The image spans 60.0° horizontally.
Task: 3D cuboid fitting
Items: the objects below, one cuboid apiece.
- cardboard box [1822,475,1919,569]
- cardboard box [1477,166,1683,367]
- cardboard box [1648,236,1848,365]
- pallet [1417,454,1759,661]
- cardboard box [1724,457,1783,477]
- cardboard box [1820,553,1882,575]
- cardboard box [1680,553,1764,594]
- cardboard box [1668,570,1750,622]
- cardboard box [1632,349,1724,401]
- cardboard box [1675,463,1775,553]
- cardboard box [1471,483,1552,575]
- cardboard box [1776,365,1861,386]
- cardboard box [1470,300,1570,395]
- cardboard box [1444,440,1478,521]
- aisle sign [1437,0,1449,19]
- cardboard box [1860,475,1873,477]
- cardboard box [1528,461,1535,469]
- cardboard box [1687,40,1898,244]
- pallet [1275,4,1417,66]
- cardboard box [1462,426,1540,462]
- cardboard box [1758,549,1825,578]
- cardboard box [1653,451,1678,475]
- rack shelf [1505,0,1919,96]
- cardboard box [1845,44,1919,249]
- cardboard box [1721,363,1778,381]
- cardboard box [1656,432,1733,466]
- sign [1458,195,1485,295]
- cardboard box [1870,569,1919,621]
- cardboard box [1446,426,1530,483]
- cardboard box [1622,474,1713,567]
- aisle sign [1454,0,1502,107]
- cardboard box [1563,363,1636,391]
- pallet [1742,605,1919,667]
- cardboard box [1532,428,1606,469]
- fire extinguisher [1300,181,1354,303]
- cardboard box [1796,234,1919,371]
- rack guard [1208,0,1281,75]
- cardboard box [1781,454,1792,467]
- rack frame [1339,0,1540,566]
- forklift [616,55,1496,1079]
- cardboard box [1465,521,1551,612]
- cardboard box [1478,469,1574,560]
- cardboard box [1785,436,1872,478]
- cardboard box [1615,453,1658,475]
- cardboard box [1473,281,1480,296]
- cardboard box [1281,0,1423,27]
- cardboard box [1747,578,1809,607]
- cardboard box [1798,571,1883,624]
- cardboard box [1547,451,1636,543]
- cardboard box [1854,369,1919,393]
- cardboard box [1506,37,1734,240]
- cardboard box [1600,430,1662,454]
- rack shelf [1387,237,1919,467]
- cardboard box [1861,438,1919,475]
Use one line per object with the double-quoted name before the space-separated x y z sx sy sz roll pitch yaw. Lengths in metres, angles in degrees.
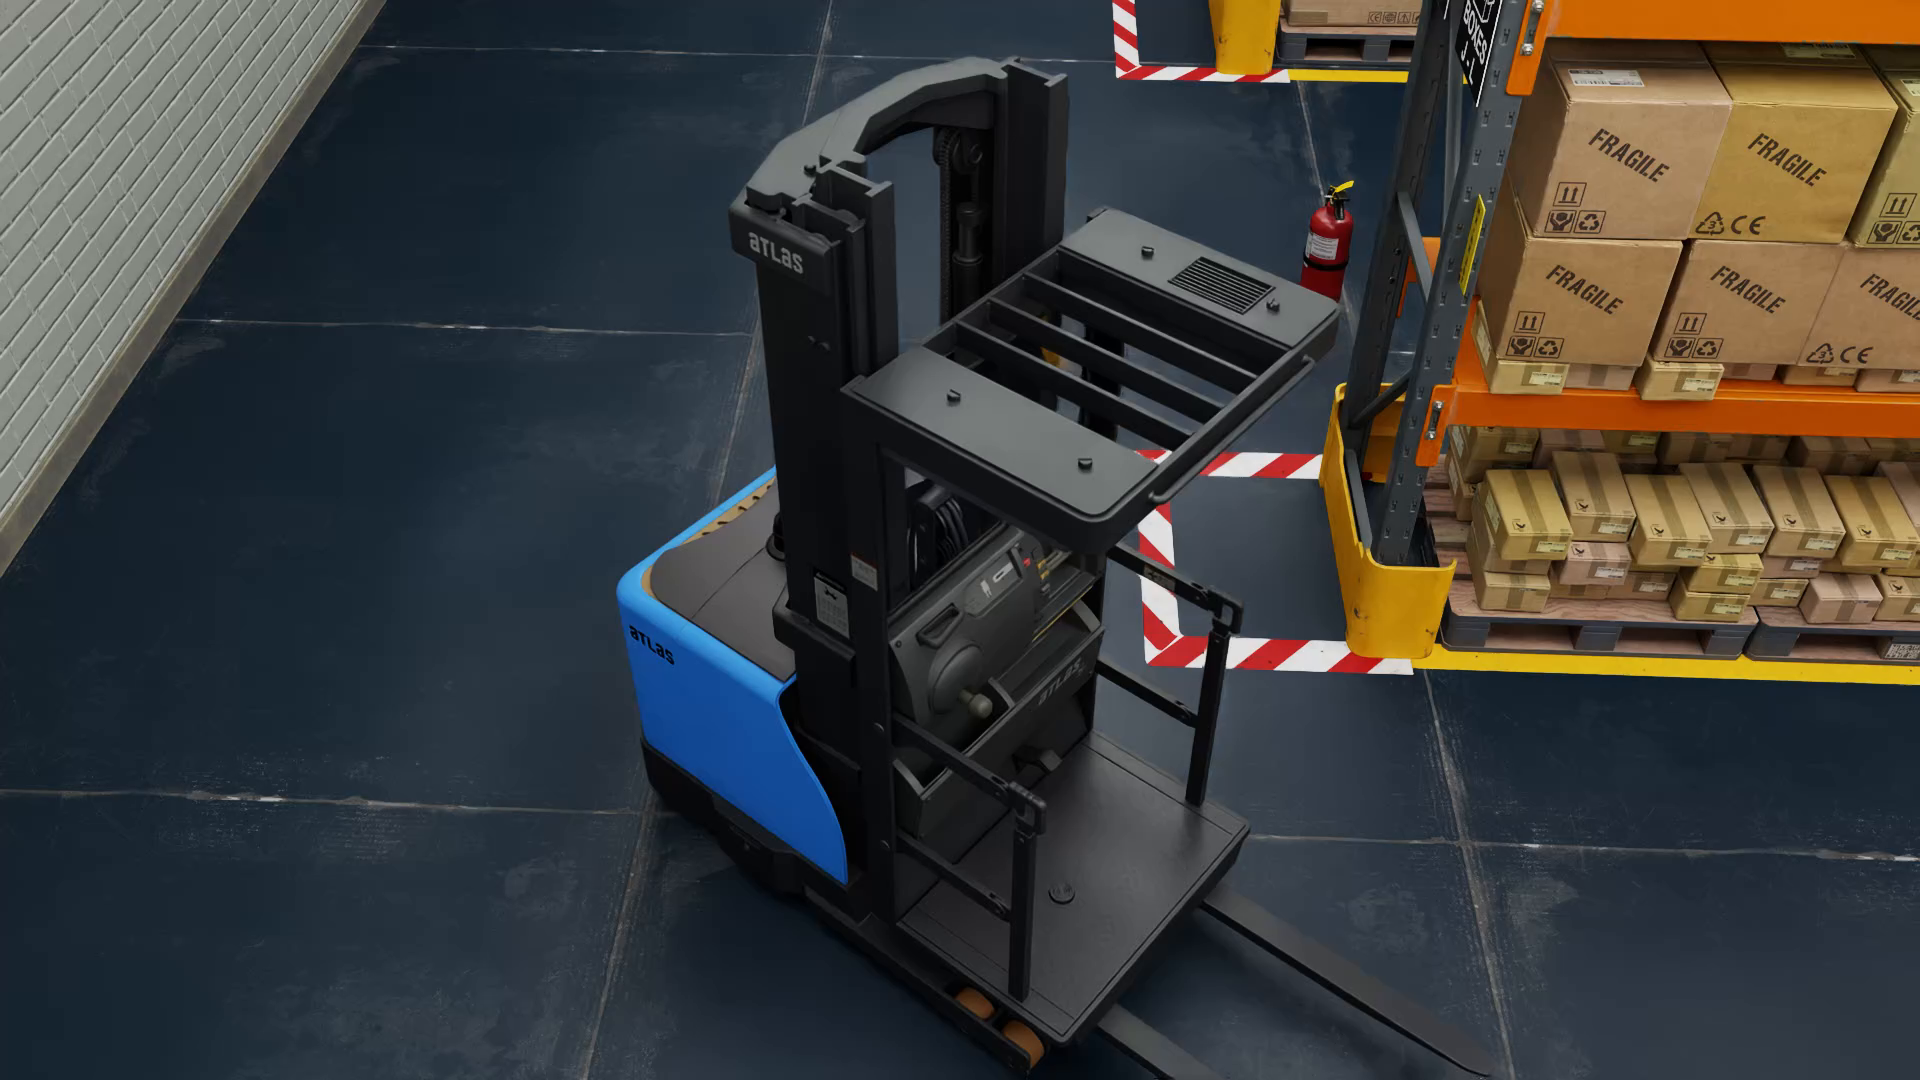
"cardboard box" 3.525 -0.073 6.475 0.250 0.149 0.380 2 43 3
"cardboard box" 2.137 -0.963 5.792 0.500 0.500 0.500 4 43 4
"cardboard box" 2.673 -0.964 5.793 0.500 0.500 0.500 2 43 2
"pallet" 2.587 0.052 7.039 1.213 0.211 1.003 2 43 2
"cardboard box" 3.278 -0.395 7.039 0.250 0.149 0.380 2 43 3
"cardboard box" 3.526 -0.049 6.667 0.250 0.149 0.380 4 43 4
"cardboard box" 2.984 0.028 6.585 0.250 0.149 0.380 3 43 3
"cardboard box" 2.974 0.142 6.681 0.250 0.149 0.380 2 43 2
"cardboard box" 2.532 -0.670 5.953 0.250 0.149 0.380 1 43 1
"cardboard box" 2.987 -0.128 6.533 0.250 0.149 0.380 0 43 0
"cardboard box" 2.213 -0.048 6.666 0.250 0.149 0.380 3 43 4
"cardboard box" 3.067 -0.730 6.018 0.250 0.149 0.380 1 43 1
"cardboard box" 2.010 -0.694 5.979 0.250 0.149 0.380 1 43 2
"cardboard box" 2.236 -0.256 7.107 0.250 0.149 0.380 2 43 3
"aisle sign" 1.641 -2.177 5.479 0.004 0.787 0.394 2 43 2
"cardboard box" 3.810 -0.385 7.028 0.250 0.149 0.380 2 43 2
"cardboard box" 2.500 -0.372 7.014 0.250 0.149 0.380 1 43 1
"cardboard box" 2.642 -1.325 5.447 0.500 0.500 0.500 3 43 3
"pallet" 2.625 -3.402 10.747 1.213 0.211 1.003 2 43 2
"cardboard box" 2.241 -0.504 6.937 0.250 0.149 0.380 2 43 2
"cardboard box" 3.253 -0.029 6.645 0.250 0.149 0.380 0 43 0
"cardboard box" 3.024 -0.324 6.962 0.250 0.149 0.380 1 43 1
"rack shelf" 3.699 -1.792 5.301 4.000 0.370 1.077 2 43 2
"cardboard box" 3.160 -1.294 5.413 0.500 0.500 0.500 1 43 1
"cardboard box" 2.797 -0.755 6.045 0.250 0.149 0.380 4 43 4
"cardboard box" 3.010 -0.485 6.917 0.250 0.149 0.380 0 43 0
"sign" 1.677 -0.967 5.452 0.005 0.325 0.100 2 43 2
"cardboard box" 3.756 0.142 6.680 0.250 0.149 0.380 2 43 2
"cardboard box" 2.241 -0.417 7.062 0.250 0.149 0.380 1 43 1
"cardboard box" 2.736 -0.079 6.481 0.250 0.149 0.380 2 43 2
"aisle sign" 1.614 -1.769 5.041 0.004 0.787 0.394 2 43 2
"cardboard box" 2.266 -0.715 6.001 0.250 0.149 0.380 3 43 3
"pallet" 3.802 0.091 6.997 1.213 0.211 1.003 2 43 2
"cardboard box" 2.490 -0.457 6.887 0.250 0.149 0.380 3 43 3
"fire extinguisher" 1.470 -1.177 6.643 0.183 0.674 0.296 2 43 2
"cardboard box" 3.162 -0.940 5.767 0.500 0.500 0.500 2 43 2
"rack guard" 1.799 -3.479 10.618 0.348 0.500 1.175 2 43 2
"cardboard box" 3.533 -0.375 7.017 0.250 0.149 0.380 4 43 4
"rack frame" 1.701 -1.019 6.144 0.127 3.000 1.000 2 43 2
"forklift" 0.292 0.237 4.845 3.031 2.935 1.130 29 50 28
"cardboard box" 2.210 0.104 6.721 0.250 0.149 0.380 3 43 3
"cardboard box" 2.209 -0.100 6.504 0.250 0.149 0.380 0 43 0
"cardboard box" 3.539 -0.431 6.859 0.250 0.149 0.380 0 43 0
"cardboard box" 2.760 -0.402 7.046 0.250 0.149 0.380 0 43 0
"cardboard box" 2.039 -1.110 6.425 0.250 0.149 0.380 2 43 2
"cardboard box" 2.487 -3.657 10.547 0.875 0.438 0.875 0 43 0
"cardboard box" 3.233 0.085 6.742 0.250 0.149 0.380 2 43 2
"cardboard box" 3.478 0.152 6.670 0.250 0.149 0.380 0 43 0
"cardboard box" 2.490 -0.174 6.583 0.250 0.149 0.380 2 43 3
"cardboard box" 3.312 -0.704 5.989 0.250 0.149 0.380 1 43 1
"cardboard box" 2.137 -1.336 5.459 0.500 0.500 0.500 2 43 2
"cardboard box" 2.754 -0.536 6.971 0.250 0.149 0.380 1 43 1
"rack shelf" 3.699 -0.695 6.323 4.000 0.370 1.077 2 43 2
"cardboard box" 3.802 -0.442 6.871 0.250 0.149 0.380 2 43 2
